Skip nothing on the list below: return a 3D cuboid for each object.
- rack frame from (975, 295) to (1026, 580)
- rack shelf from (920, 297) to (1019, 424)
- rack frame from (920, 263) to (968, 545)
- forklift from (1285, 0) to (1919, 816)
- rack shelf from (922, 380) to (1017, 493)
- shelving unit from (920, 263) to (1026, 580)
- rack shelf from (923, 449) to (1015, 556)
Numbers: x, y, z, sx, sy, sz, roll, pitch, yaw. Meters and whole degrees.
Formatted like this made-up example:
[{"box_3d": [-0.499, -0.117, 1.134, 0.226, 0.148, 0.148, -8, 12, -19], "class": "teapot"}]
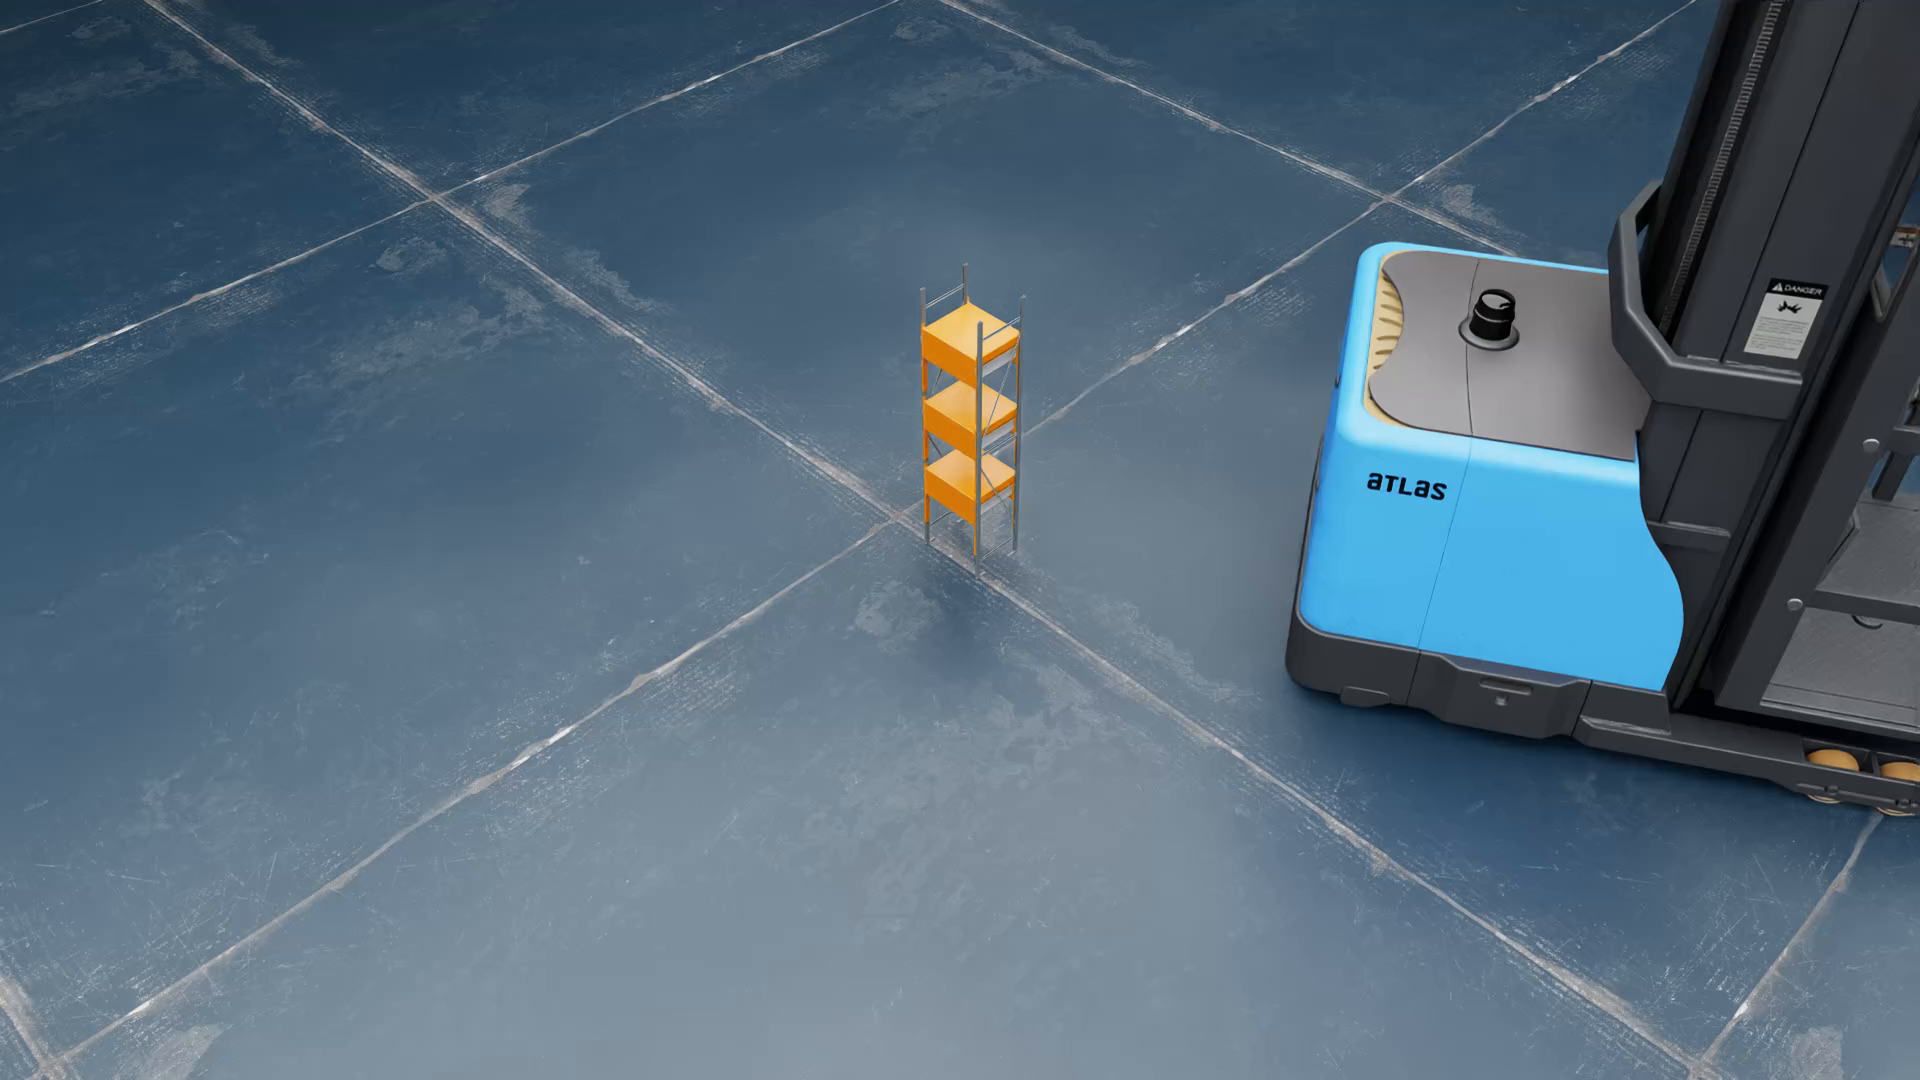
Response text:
[{"box_3d": [0.124, -0.301, 5.302, 0.200, 1.050, 0.008, -34, 53, -31], "class": "rack frame"}, {"box_3d": [0.038, -0.560, 5.180, 0.215, 0.259, 0.240, -34, 53, -31], "class": "rack shelf"}, {"box_3d": [-0.048, -0.418, 5.429, 0.200, 1.050, 0.008, -34, 53, -31], "class": "rack frame"}, {"box_3d": [2.595, -0.669, 4.314, 3.031, 2.935, 1.130, 10, 44, 10], "class": "forklift"}, {"box_3d": [0.038, -0.352, 5.373, 0.215, 0.259, 0.240, -34, 53, -31], "class": "rack shelf"}, {"box_3d": [0.038, -0.360, 5.366, 0.215, 1.050, 0.252, -34, 53, -31], "class": "shelving unit"}, {"box_3d": [0.038, -0.148, 5.562, 0.215, 0.259, 0.240, -34, 53, -31], "class": "rack shelf"}]
